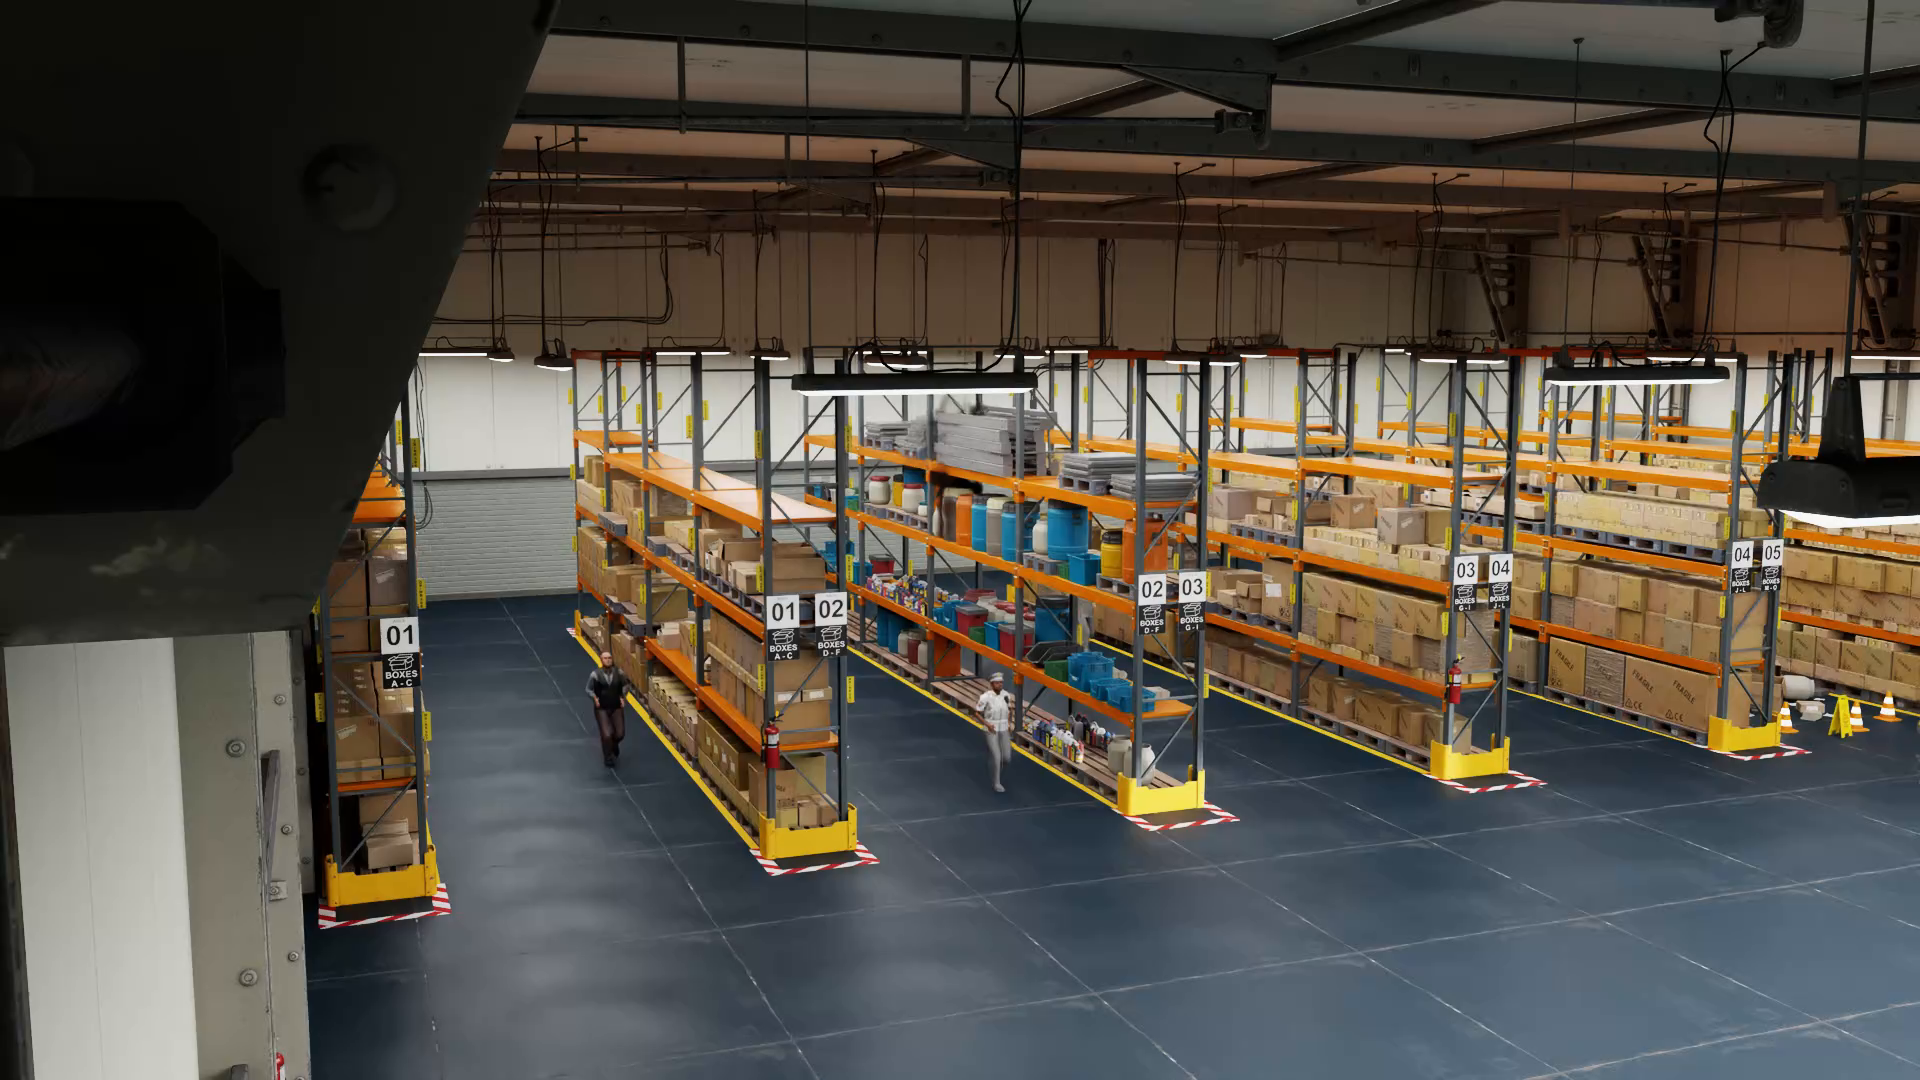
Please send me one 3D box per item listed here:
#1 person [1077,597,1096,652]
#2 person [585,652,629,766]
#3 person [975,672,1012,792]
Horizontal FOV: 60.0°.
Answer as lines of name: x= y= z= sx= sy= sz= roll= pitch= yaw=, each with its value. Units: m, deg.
person: x=2.429 y=1.503 z=32.666 sx=0.541 sy=1.552 sz=0.666 roll=-3 pitch=8 yaw=-26
person: x=-5.157 y=2.473 z=24.400 sx=0.656 sy=1.673 sz=0.606 roll=-3 pitch=8 yaw=-21
person: x=0.482 y=2.645 z=23.134 sx=0.584 sy=1.672 sz=0.537 roll=-3 pitch=8 yaw=-25
